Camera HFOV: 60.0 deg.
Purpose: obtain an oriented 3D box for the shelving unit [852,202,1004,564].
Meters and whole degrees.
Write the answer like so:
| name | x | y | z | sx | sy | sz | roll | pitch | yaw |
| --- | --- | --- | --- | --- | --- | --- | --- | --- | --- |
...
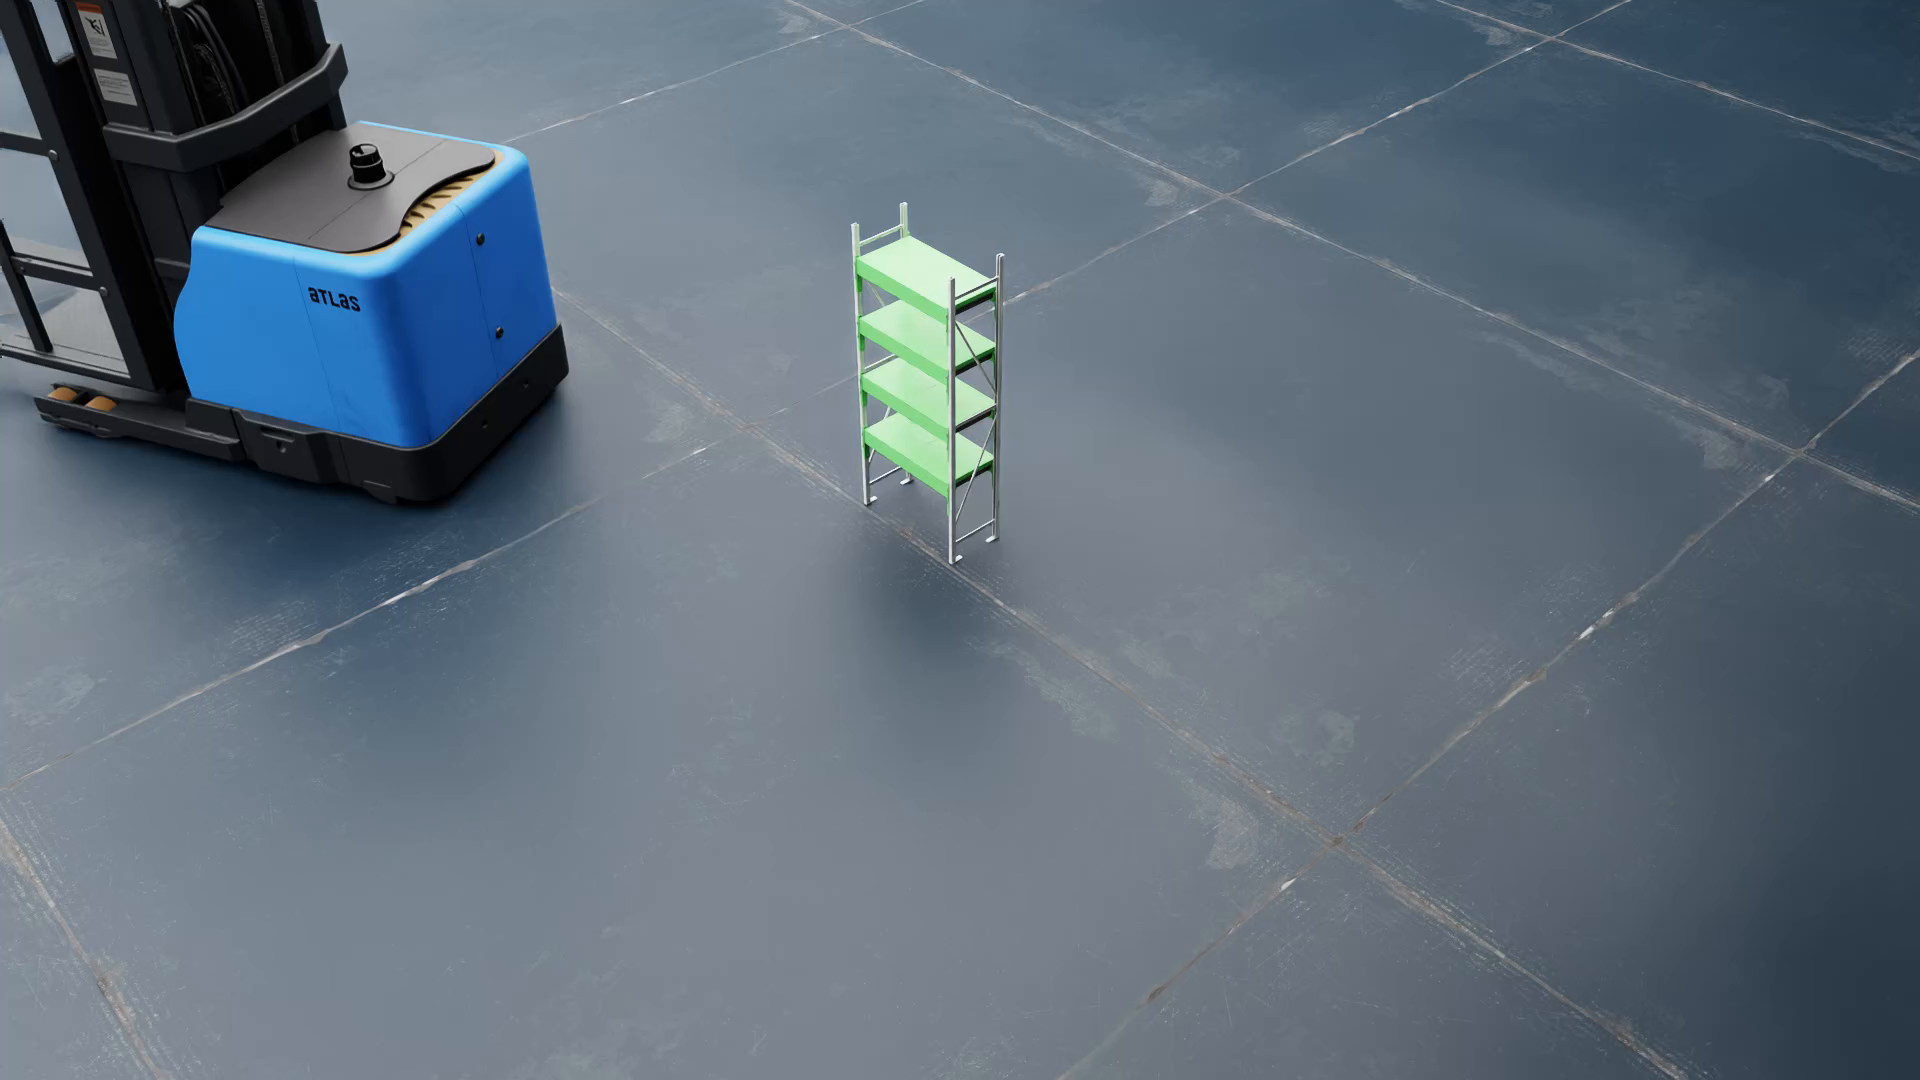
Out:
| name | x | y | z | sx | sy | sz | roll | pitch | yaw |
| --- | --- | --- | --- | --- | --- | --- | --- | --- | --- |
| shelving unit | -0.112 | -0.543 | 5.968 | 0.258 | 1.200 | 0.503 | -30 | 48 | -32 |

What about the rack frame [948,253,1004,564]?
| name | x | y | z | sx | sy | sz | roll | pitch | yaw |
| --- | --- | --- | --- | --- | --- | --- | --- | --- | --- |
| rack frame | 0.053 | -0.430 | 5.828 | 0.240 | 1.200 | 0.015 | -30 | 48 | -32 |

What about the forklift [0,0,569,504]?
| name | x | y | z | sx | sy | sz | roll | pitch | yaw |
| --- | --- | --- | --- | --- | --- | --- | --- | --- | --- |
| forklift | -3.221 | -1.851 | 6.209 | 3.031 | 2.935 | 1.130 | 13 | 41 | 16 |

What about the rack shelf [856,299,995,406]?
| name | x | y | z | sx | sy | sz | roll | pitch | yaw |
| --- | --- | --- | --- | --- | --- | --- | --- | --- | --- |
| rack shelf | -0.112 | -0.680 | 5.857 | 0.258 | 0.148 | 0.480 | -30 | 48 | -32 |

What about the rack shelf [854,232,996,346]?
| name | x | y | z | sx | sy | sz | roll | pitch | yaw |
| --- | --- | --- | --- | --- | --- | --- | --- | --- | --- |
| rack shelf | -0.112 | -0.867 | 5.706 | 0.258 | 0.148 | 0.480 | -30 | 48 | -32 |

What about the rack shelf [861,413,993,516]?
| name | x | y | z | sx | sy | sz | roll | pitch | yaw |
| --- | --- | --- | --- | --- | --- | --- | --- | --- | --- |
| rack shelf | -0.112 | -0.307 | 6.159 | 0.258 | 0.148 | 0.480 | -30 | 48 | -32 |

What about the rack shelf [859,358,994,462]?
| name | x | y | z | sx | sy | sz | roll | pitch | yaw |
| --- | --- | --- | --- | --- | --- | --- | --- | --- | --- |
| rack shelf | -0.112 | -0.494 | 6.008 | 0.258 | 0.148 | 0.480 | -30 | 48 | -32 |

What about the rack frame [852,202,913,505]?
| name | x | y | z | sx | sy | sz | roll | pitch | yaw |
| --- | --- | --- | --- | --- | --- | --- | --- | --- | --- |
| rack frame | -0.277 | -0.656 | 6.108 | 0.240 | 1.200 | 0.015 | -30 | 48 | -32 |
